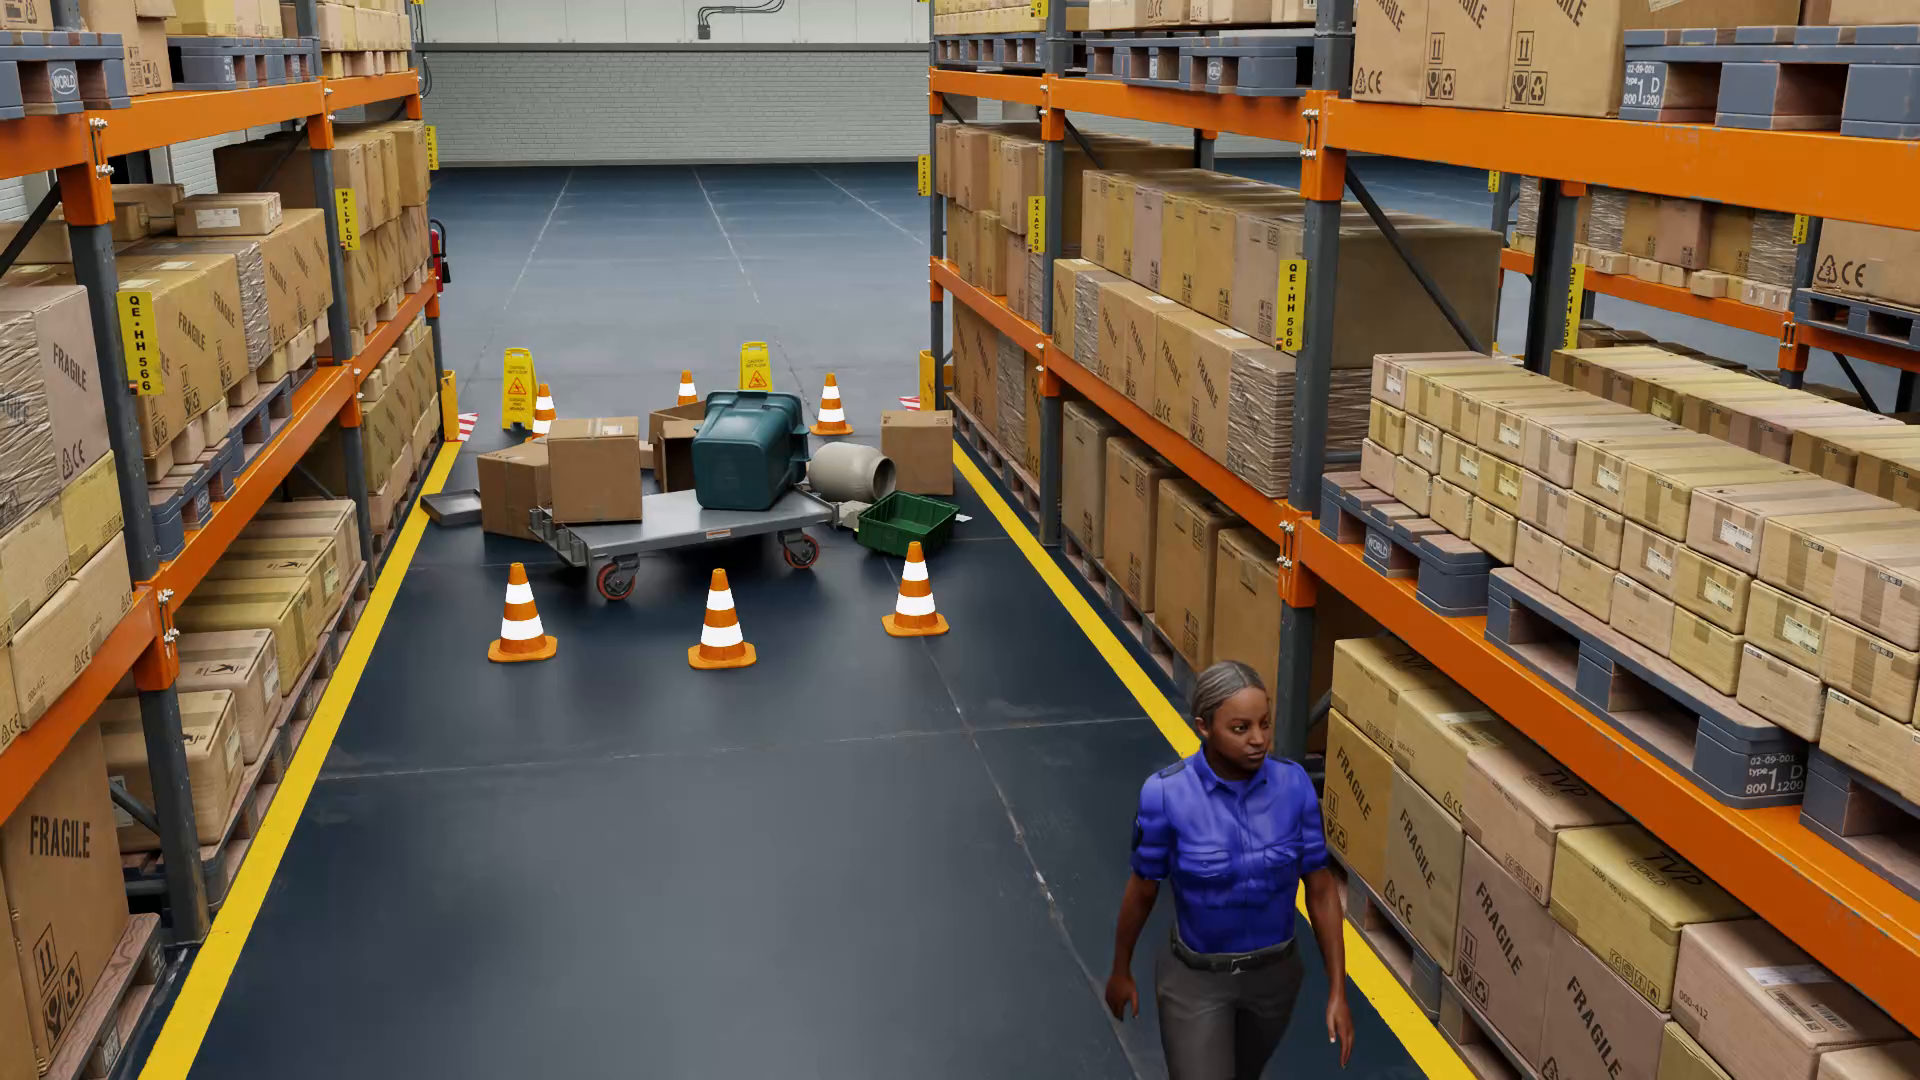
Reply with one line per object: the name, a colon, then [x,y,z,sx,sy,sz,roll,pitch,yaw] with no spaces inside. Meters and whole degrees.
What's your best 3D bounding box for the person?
person: [0.649,1.058,3.951,0.500,1.598,0.996,-4,17,-12]
